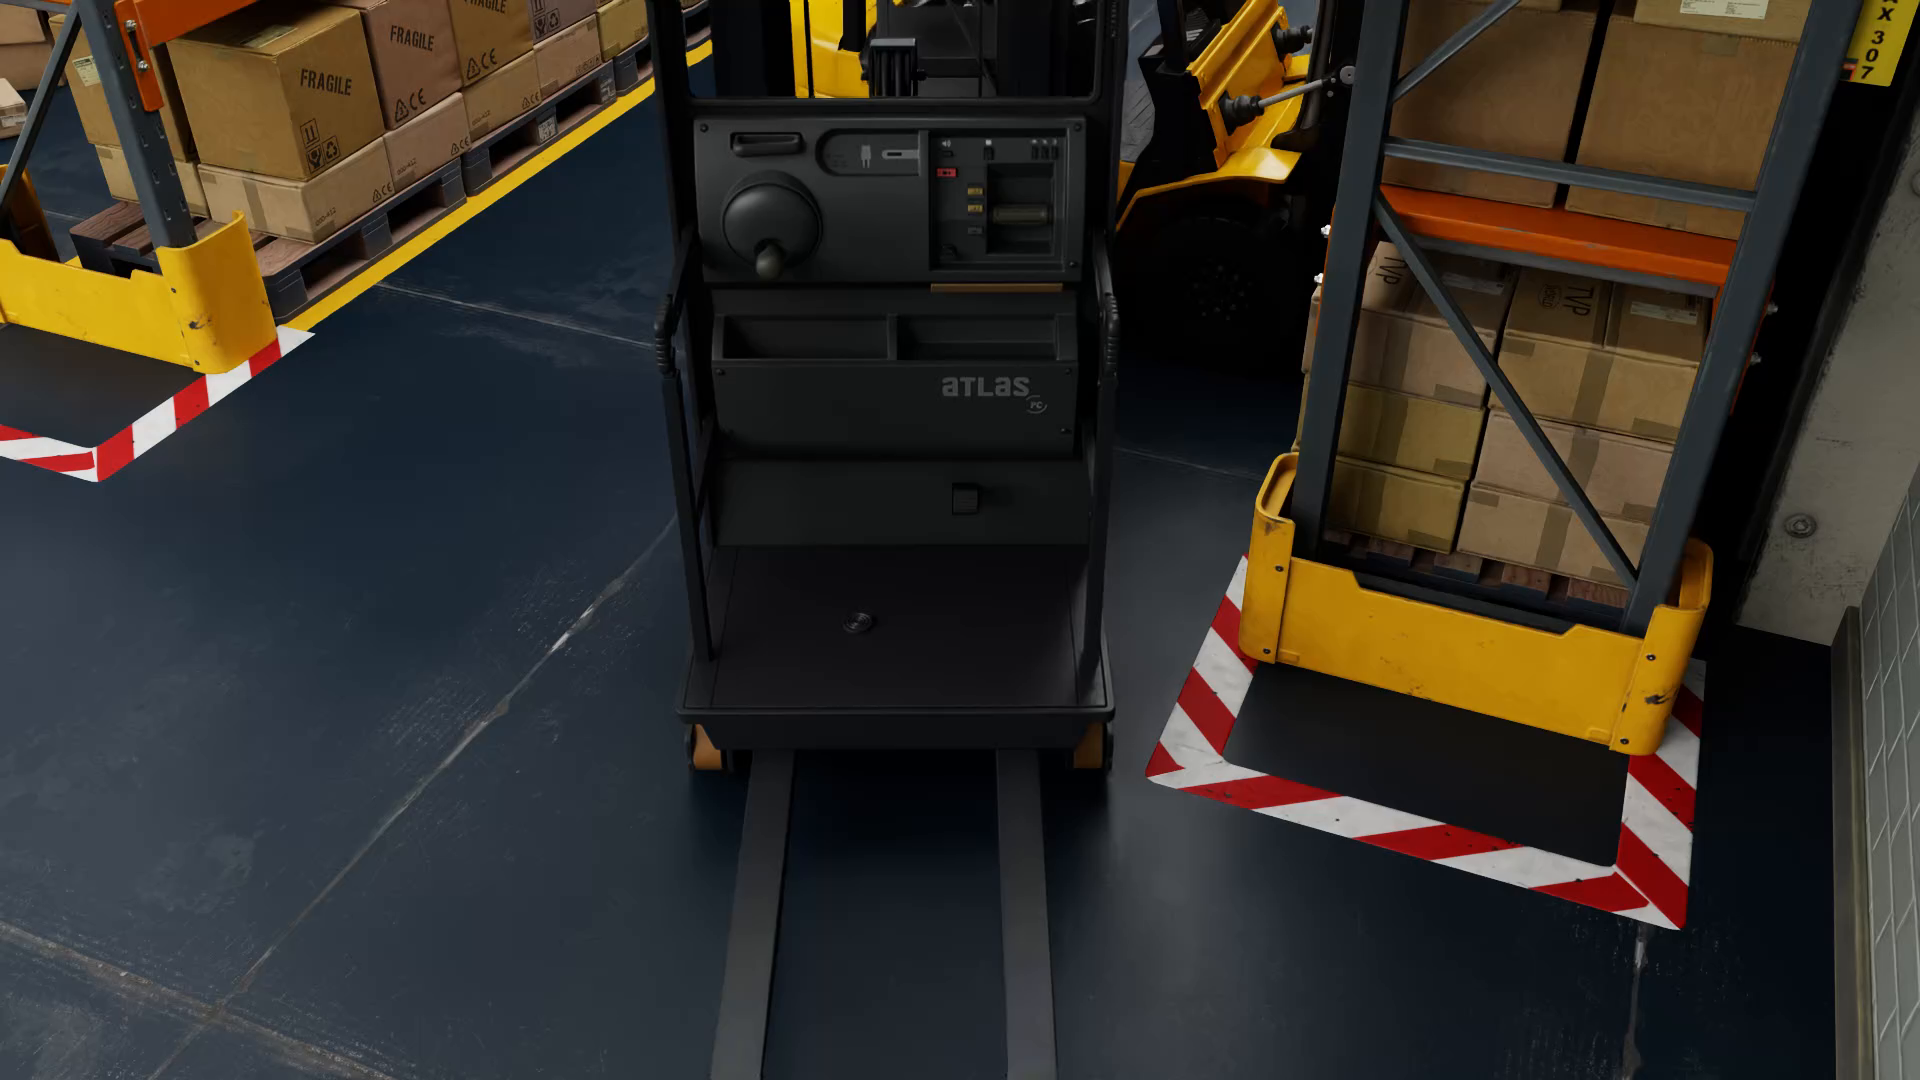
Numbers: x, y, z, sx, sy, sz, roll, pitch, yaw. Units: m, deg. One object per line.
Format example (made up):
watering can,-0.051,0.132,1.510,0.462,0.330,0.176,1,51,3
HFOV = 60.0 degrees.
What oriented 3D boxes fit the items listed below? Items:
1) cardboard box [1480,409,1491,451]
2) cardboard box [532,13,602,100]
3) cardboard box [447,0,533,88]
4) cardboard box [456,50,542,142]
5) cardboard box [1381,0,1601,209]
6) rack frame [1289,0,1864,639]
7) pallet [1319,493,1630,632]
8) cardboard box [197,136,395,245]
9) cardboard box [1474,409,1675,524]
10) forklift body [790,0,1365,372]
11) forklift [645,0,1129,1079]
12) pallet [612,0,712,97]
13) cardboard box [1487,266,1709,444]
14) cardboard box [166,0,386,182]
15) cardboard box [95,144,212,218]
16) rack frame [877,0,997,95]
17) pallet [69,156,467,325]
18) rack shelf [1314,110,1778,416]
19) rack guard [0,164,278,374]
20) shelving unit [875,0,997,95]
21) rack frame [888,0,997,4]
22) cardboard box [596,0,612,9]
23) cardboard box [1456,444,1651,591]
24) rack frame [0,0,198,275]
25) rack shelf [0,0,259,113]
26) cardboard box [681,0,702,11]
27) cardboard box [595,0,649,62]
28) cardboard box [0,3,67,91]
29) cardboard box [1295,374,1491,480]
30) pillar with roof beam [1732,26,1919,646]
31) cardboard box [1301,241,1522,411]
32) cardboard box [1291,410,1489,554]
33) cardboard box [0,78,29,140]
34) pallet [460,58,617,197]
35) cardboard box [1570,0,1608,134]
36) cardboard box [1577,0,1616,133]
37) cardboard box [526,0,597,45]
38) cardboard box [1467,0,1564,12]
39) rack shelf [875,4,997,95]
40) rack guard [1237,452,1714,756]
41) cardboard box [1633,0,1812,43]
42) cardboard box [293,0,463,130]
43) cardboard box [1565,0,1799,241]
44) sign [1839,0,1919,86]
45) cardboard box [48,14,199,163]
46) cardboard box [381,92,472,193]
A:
cardboard box,1.488,-0.522,5.389,0.500,0.250,0.500,14,39,18
cardboard box,-2.034,-2.294,7.759,0.500,0.250,0.500,14,39,18
cardboard box,-2.224,-2.309,7.153,0.500,0.500,0.500,15,39,19
cardboard box,-2.228,-2.015,7.386,0.500,0.250,0.500,16,40,21
cardboard box,1.348,-1.222,4.296,0.500,0.500,0.500,13,39,17
rack frame,1.404,-0.850,3.881,1.000,3.000,0.127,14,39,18
pallet,1.656,-0.166,5.295,1.003,0.211,1.213,14,39,18
cardboard box,-2.626,-1.429,6.602,0.500,0.250,0.500,14,39,17
cardboard box,1.775,-0.330,4.714,0.500,0.250,0.500,15,39,19
forklift body,0.438,-1.975,6.096,2.313,2.155,1.214,14,39,18
forklift,-0.161,-0.749,3.803,1.130,2.935,3.031,0,37,0
pallet,-1.889,-2.696,8.681,1.003,0.211,1.213,14,39,18
cardboard box,1.761,-0.540,4.578,0.500,0.250,0.500,13,39,17
cardboard box,-2.617,-1.743,6.395,0.500,0.500,0.500,13,39,16
cardboard box,-3.120,-1.567,6.787,0.500,0.250,0.500,14,39,18
rack frame,-0.052,-1.332,5.278,0.400,2.100,0.015,0,37,0
pallet,-2.817,-1.345,6.874,1.003,0.211,1.213,14,39,18
rack shelf,2.165,-1.669,5.578,1.077,0.370,4.000,14,39,18
rack guard,-3.159,-1.019,6.196,1.175,0.500,0.348,14,39,18
shelving unit,-0.054,-1.478,5.473,0.431,2.100,0.503,0,37,0
rack frame,-0.055,-1.624,5.669,0.400,2.100,0.015,0,37,0
cardboard box,-1.835,-2.890,7.930,0.500,0.500,0.500,15,39,19
cardboard box,1.771,-0.144,4.883,0.500,0.250,0.500,14,39,18
rack frame,-3.188,-1.978,5.391,1.000,3.000,0.127,14,39,18
rack shelf,-2.427,-2.798,7.088,1.077,0.370,4.000,14,39,18
cardboard box,-1.643,-2.871,8.532,0.500,0.250,0.500,16,40,20
cardboard box,-1.836,-2.574,8.134,0.500,0.250,0.500,13,39,17
cardboard box,-4.861,-2.528,8.211,0.797,0.503,0.637,-11,38,-14
cardboard box,1.300,-0.458,4.885,0.500,0.250,0.500,13,39,17
pillar with roof beam,-1.479,-4.414,3.638,9.100,9.000,0.400,14,39,18
cardboard box,1.290,-0.643,4.716,0.500,0.250,0.500,15,39,19
cardboard box,1.290,-0.249,5.023,0.500,0.250,0.500,14,39,18
cardboard box,-4.558,-2.022,7.831,0.250,0.149,0.380,-25,43,-29
pallet,-2.352,-2.018,7.774,1.003,0.211,1.213,14,39,18
cardboard box,1.554,-1.507,4.678,0.500,0.500,0.500,15,39,19
cardboard box,2.027,-1.394,4.526,0.500,0.500,0.500,15,39,19
cardboard box,-2.028,-2.607,7.552,0.500,0.500,0.500,16,40,20
cardboard box,1.276,-1.405,3.999,0.380,0.149,0.250,14,39,18
rack shelf,-0.054,-1.467,5.482,0.431,0.518,0.480,0,37,0
rack guard,1.394,0.165,4.612,1.175,0.500,0.348,14,39,18
cardboard box,1.773,-1.278,3.829,0.380,0.149,0.250,13,39,17
cardboard box,-2.422,-2.033,6.784,0.500,0.500,0.500,12,39,16
cardboard box,1.849,-1.101,4.134,0.500,0.500,0.500,15,39,19
sign,1.915,-1.098,3.425,0.100,0.325,0.005,14,39,18
cardboard box,-3.125,-1.849,6.537,0.500,0.500,0.500,14,39,18
cardboard box,-2.424,-1.710,6.978,0.500,0.250,0.500,15,39,19
